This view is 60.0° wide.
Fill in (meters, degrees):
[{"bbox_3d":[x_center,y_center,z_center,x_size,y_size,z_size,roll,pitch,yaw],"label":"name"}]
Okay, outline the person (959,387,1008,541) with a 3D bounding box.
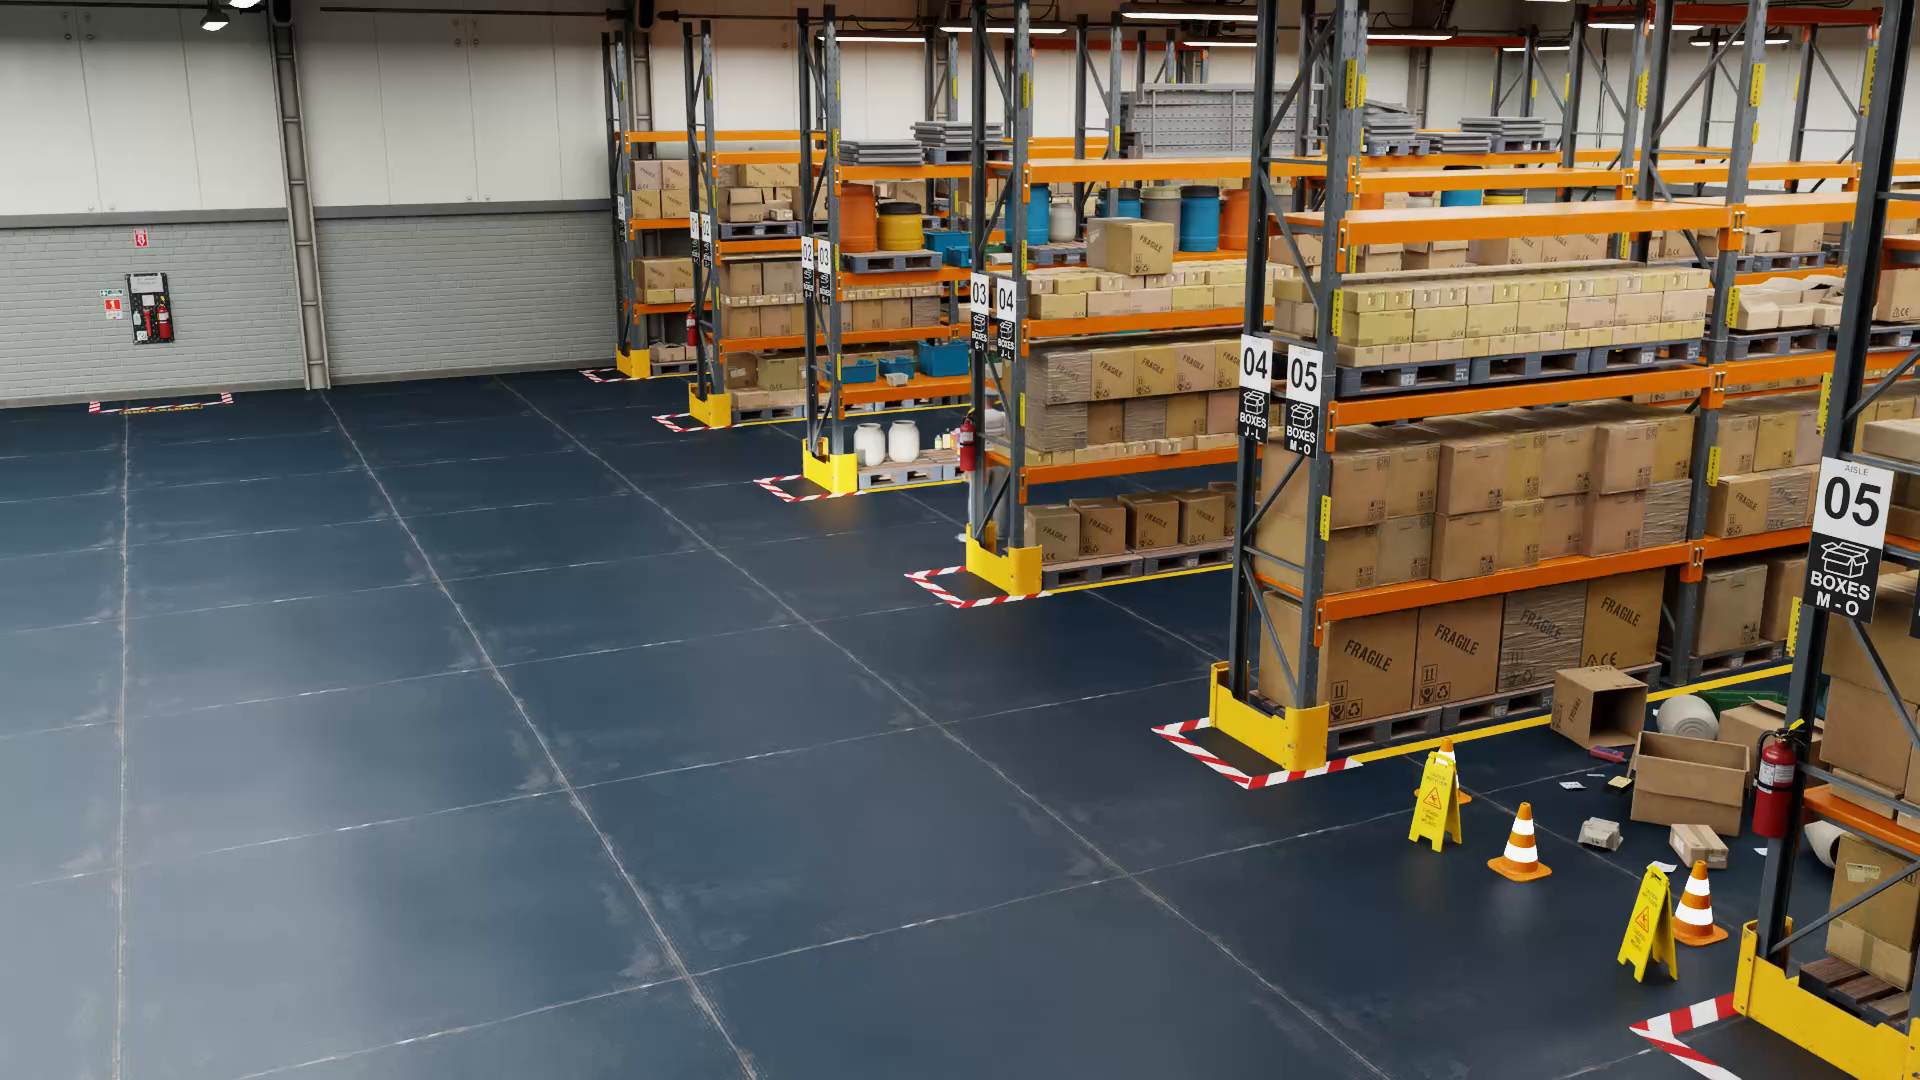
[{"bbox_3d":[0.339,-0.851,18.881,0.684,1.760,0.461,-4,16,-15],"label":"person"}]
